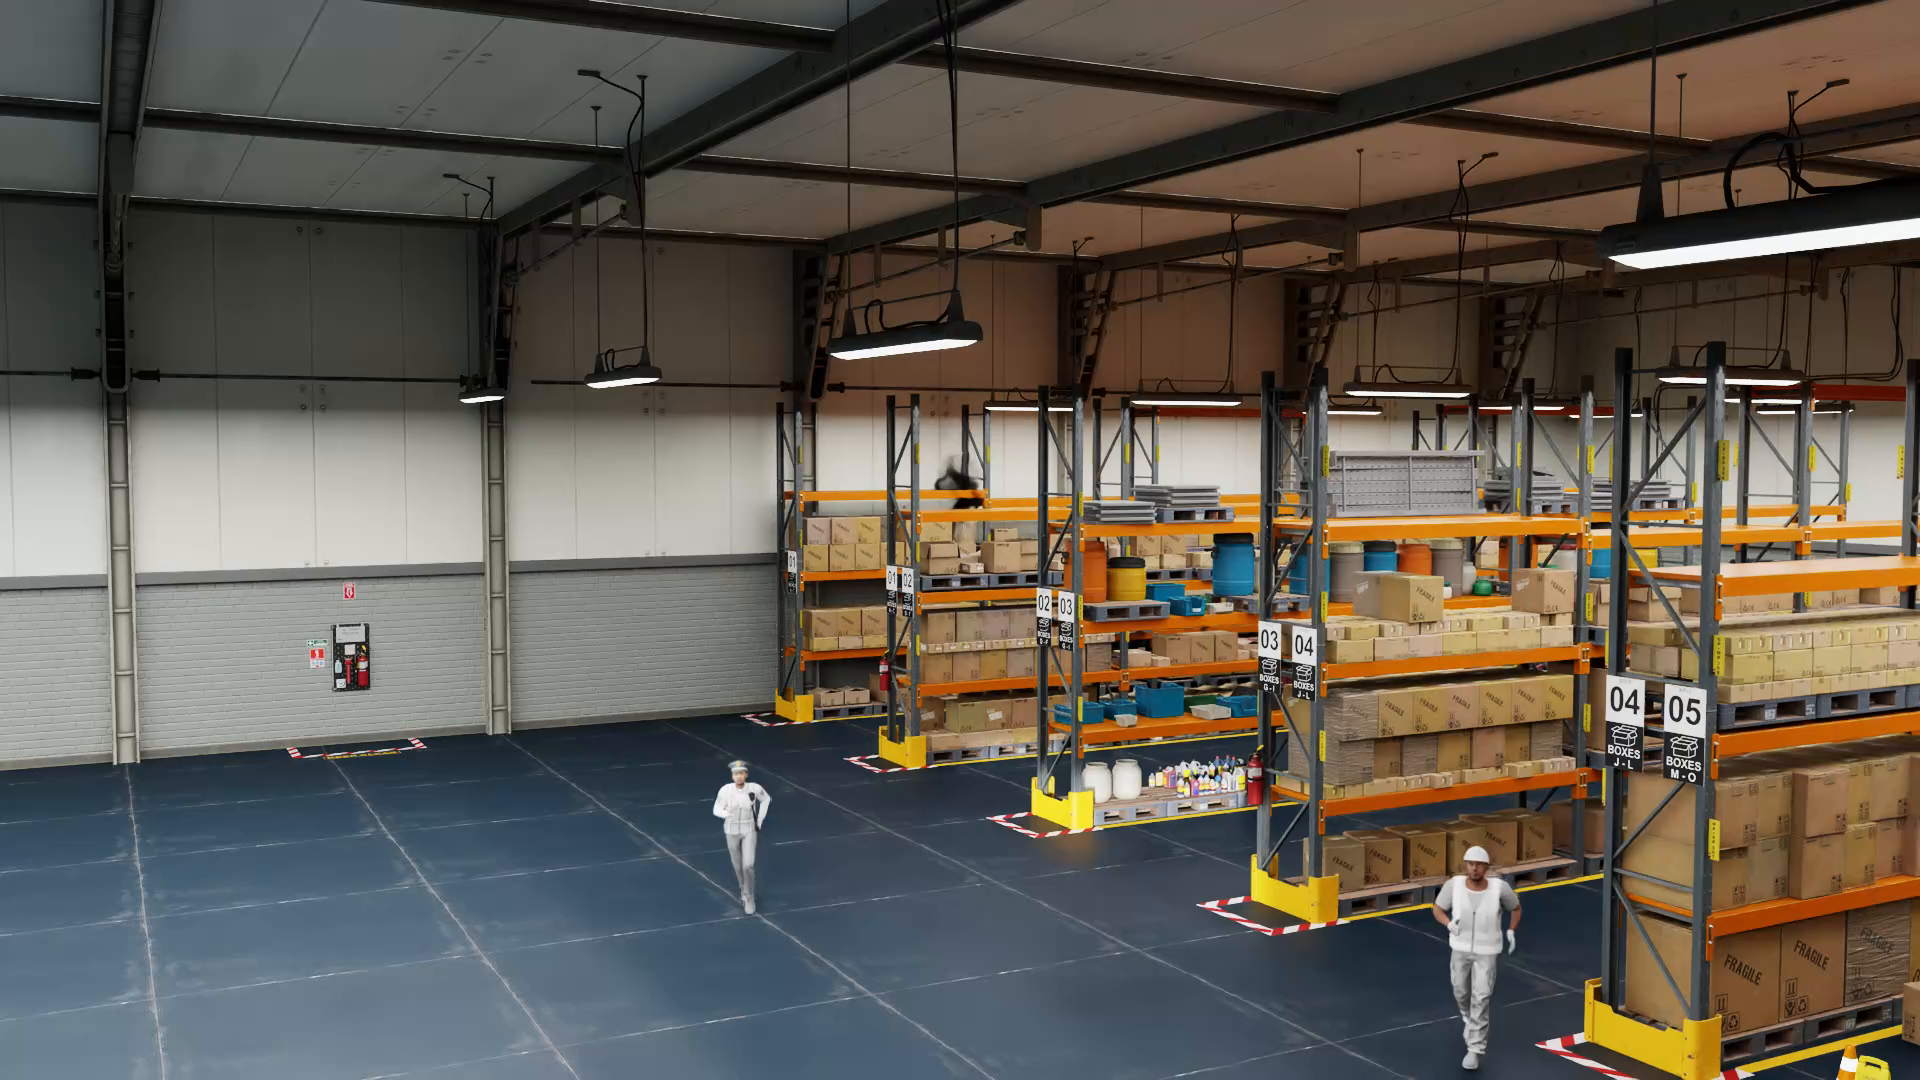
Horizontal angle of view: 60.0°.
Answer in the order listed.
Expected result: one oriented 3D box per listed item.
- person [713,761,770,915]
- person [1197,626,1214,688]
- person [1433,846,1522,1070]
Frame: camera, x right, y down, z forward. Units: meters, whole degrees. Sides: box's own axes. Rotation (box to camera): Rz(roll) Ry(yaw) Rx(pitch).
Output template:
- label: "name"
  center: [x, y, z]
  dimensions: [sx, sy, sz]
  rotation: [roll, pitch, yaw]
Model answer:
- label: "person"
  center: [-2.434, 3.282, 18.518]
  dimensions: [0.594, 1.714, 0.752]
  rotation: [0, 3, 1]
- label: "person"
  center: [4.730, 2.422, 32.049]
  dimensions: [0.833, 1.822, 0.703]
  rotation: [-2, 4, -33]
- label: "person"
  center: [4.340, 3.459, 14.022]
  dimensions: [0.704, 1.774, 0.882]
  rotation: [2, 4, 27]
